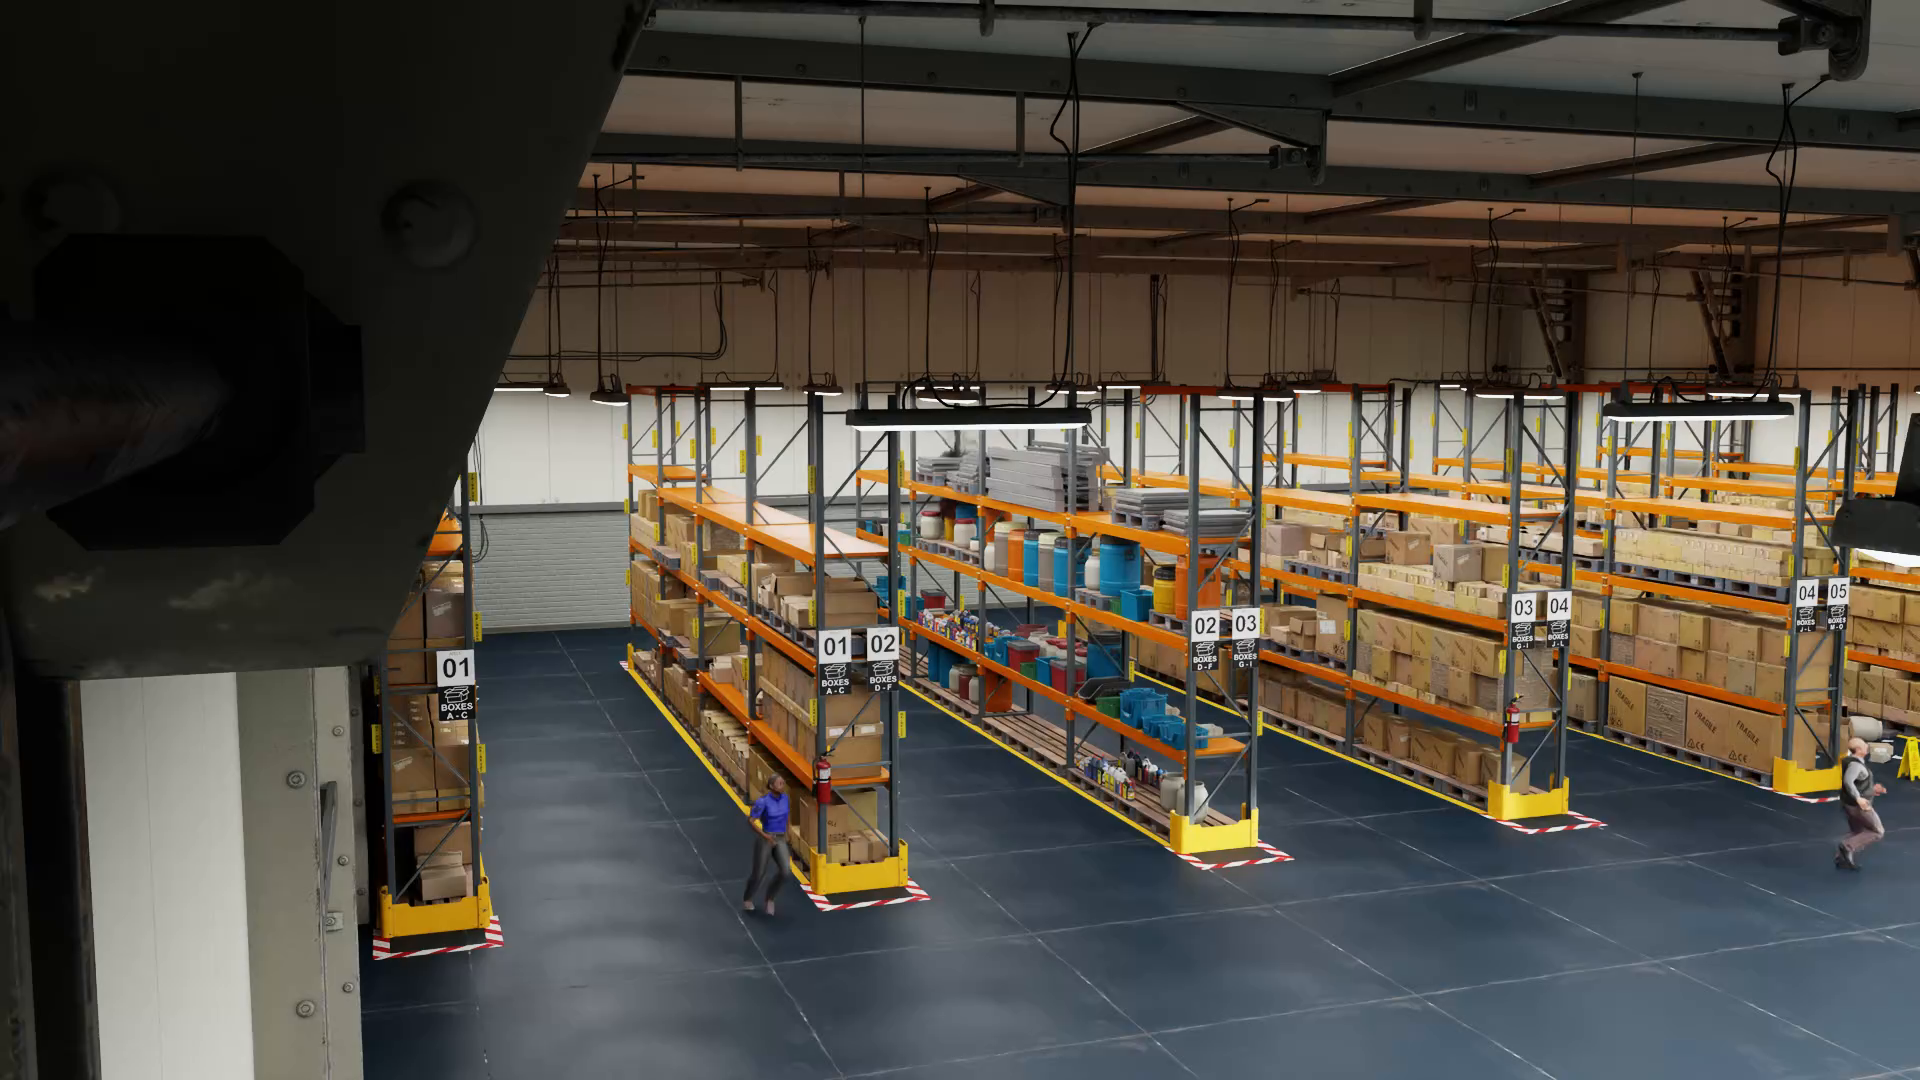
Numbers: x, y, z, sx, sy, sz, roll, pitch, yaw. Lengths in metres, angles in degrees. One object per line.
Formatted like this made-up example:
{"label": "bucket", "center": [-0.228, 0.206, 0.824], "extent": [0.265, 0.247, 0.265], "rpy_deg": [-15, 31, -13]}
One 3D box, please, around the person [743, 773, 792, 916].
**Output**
{"label": "person", "center": [-2.177, 3.544, 19.384], "extent": [0.650, 1.620, 0.630], "rpy_deg": [-4, 7, -35]}

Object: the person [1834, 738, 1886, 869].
{"label": "person", "center": [11.354, 3.330, 20.944], "extent": [0.577, 1.677, 0.645], "rpy_deg": [1, 6, 14]}
